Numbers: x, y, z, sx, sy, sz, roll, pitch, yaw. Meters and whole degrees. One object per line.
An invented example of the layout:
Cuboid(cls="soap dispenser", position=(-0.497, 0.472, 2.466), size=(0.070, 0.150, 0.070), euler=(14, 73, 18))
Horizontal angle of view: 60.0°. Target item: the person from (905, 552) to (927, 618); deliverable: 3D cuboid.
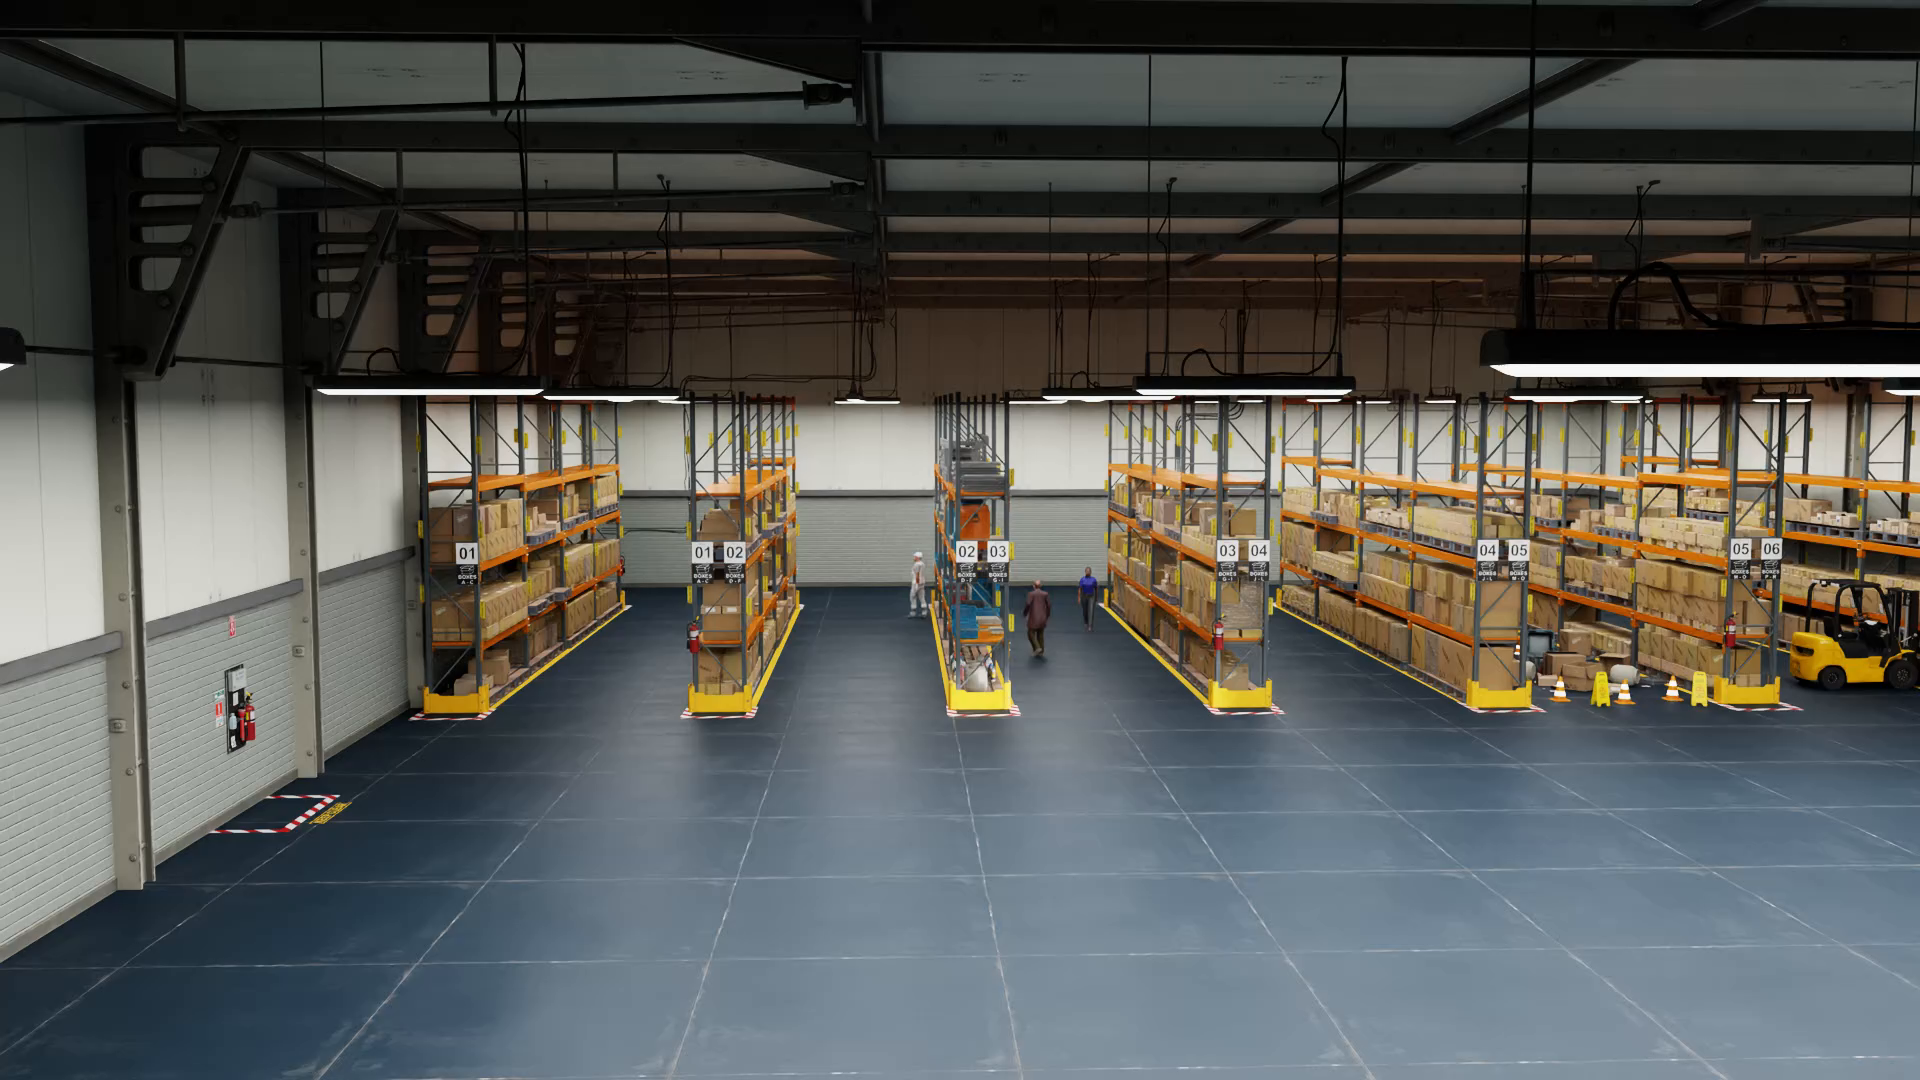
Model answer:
Cuboid(cls="person", position=(-1.168, 1.219, 45.110), size=(0.641, 1.802, 0.583), euler=(2, 5, 28))

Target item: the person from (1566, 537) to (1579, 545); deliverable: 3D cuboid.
Cuboid(cls="person", position=(19.225, 0.673, 52.284), size=(1.020, 1.727, 0.575), euler=(-2, 5, -22))

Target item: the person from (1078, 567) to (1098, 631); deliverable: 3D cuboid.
Cuboid(cls="person", position=(3.279, 1.488, 42.624), size=(0.503, 1.585, 1.035), euler=(0, 5, 6))

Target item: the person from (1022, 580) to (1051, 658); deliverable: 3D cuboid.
Cuboid(cls="person", position=(1.810, 1.853, 38.119), size=(0.659, 1.659, 0.668), euler=(-2, 5, -25))
